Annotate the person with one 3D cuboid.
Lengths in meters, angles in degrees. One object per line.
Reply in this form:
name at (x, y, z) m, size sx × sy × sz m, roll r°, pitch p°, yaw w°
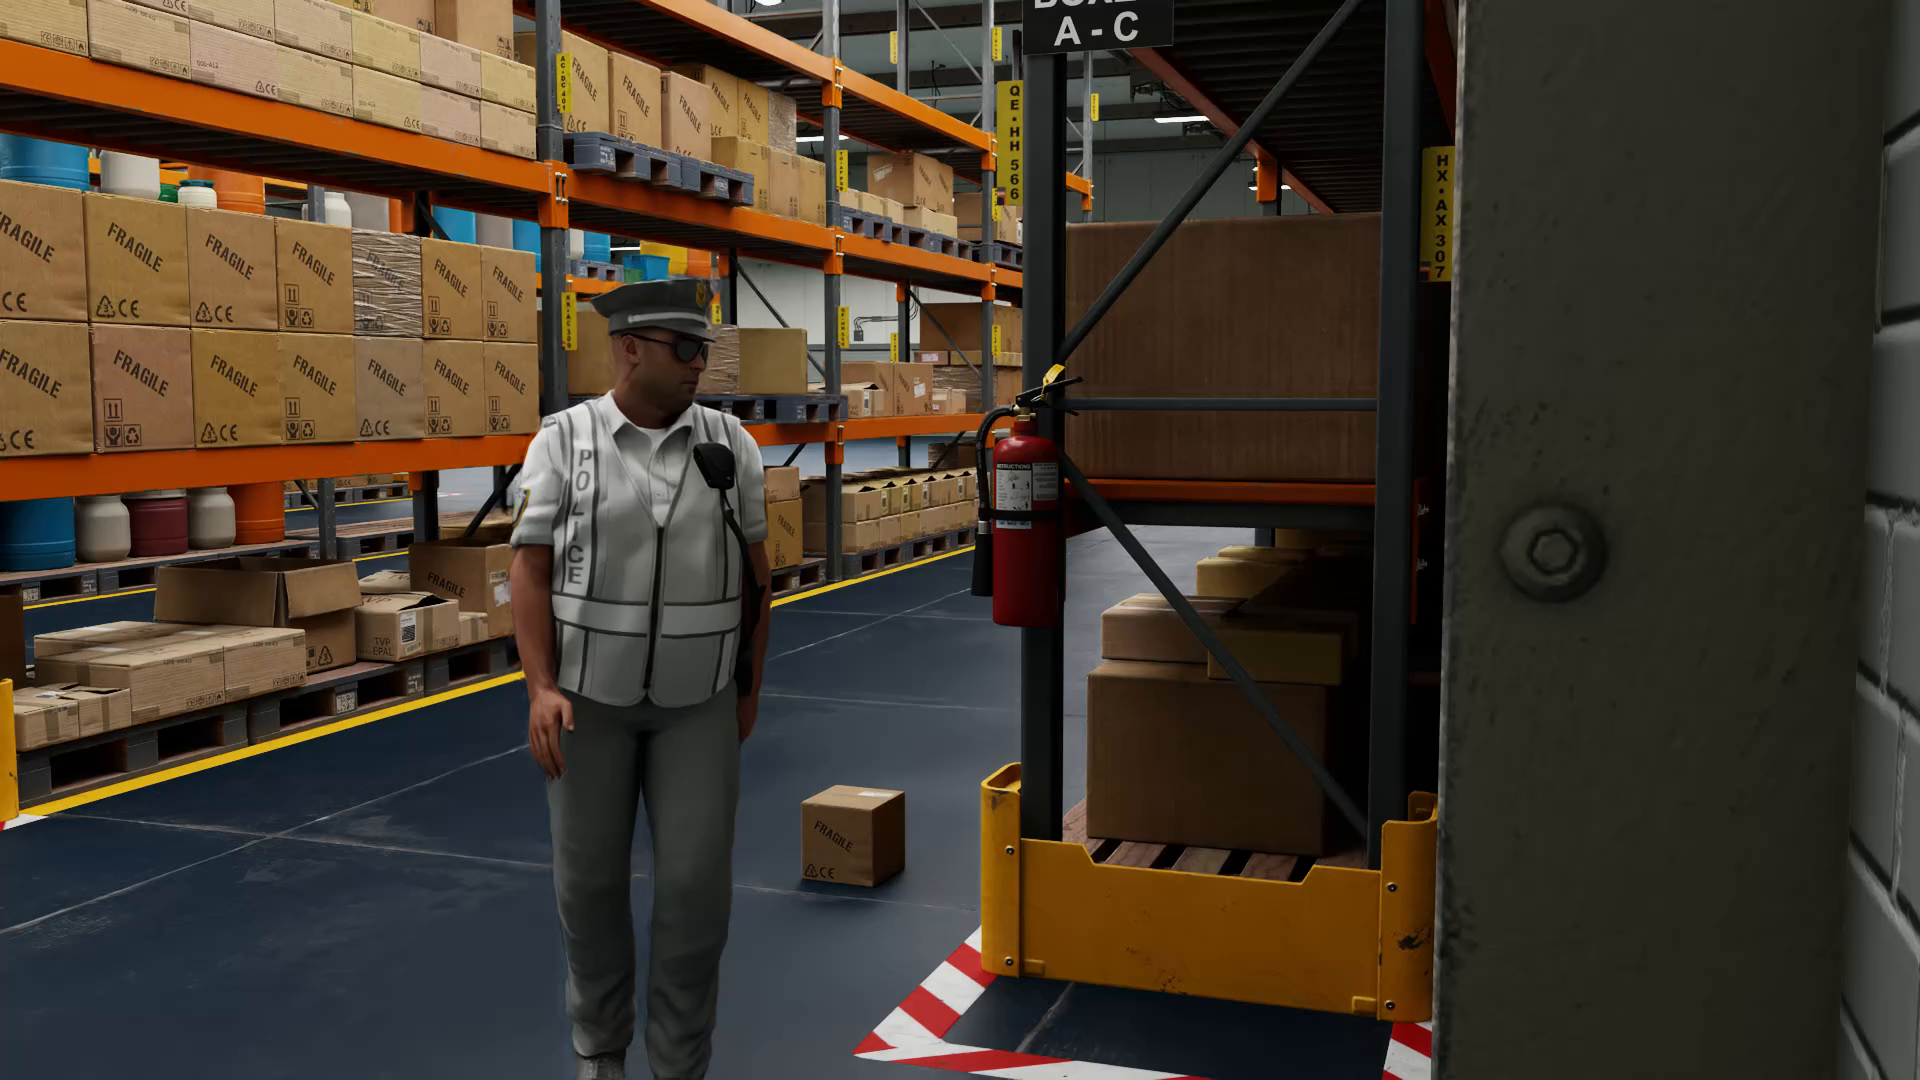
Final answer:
person at (-0.652, 0.378, 3.490) m, size 0.552 × 1.843 × 0.502 m, roll -1°, pitch 5°, yaw -15°
